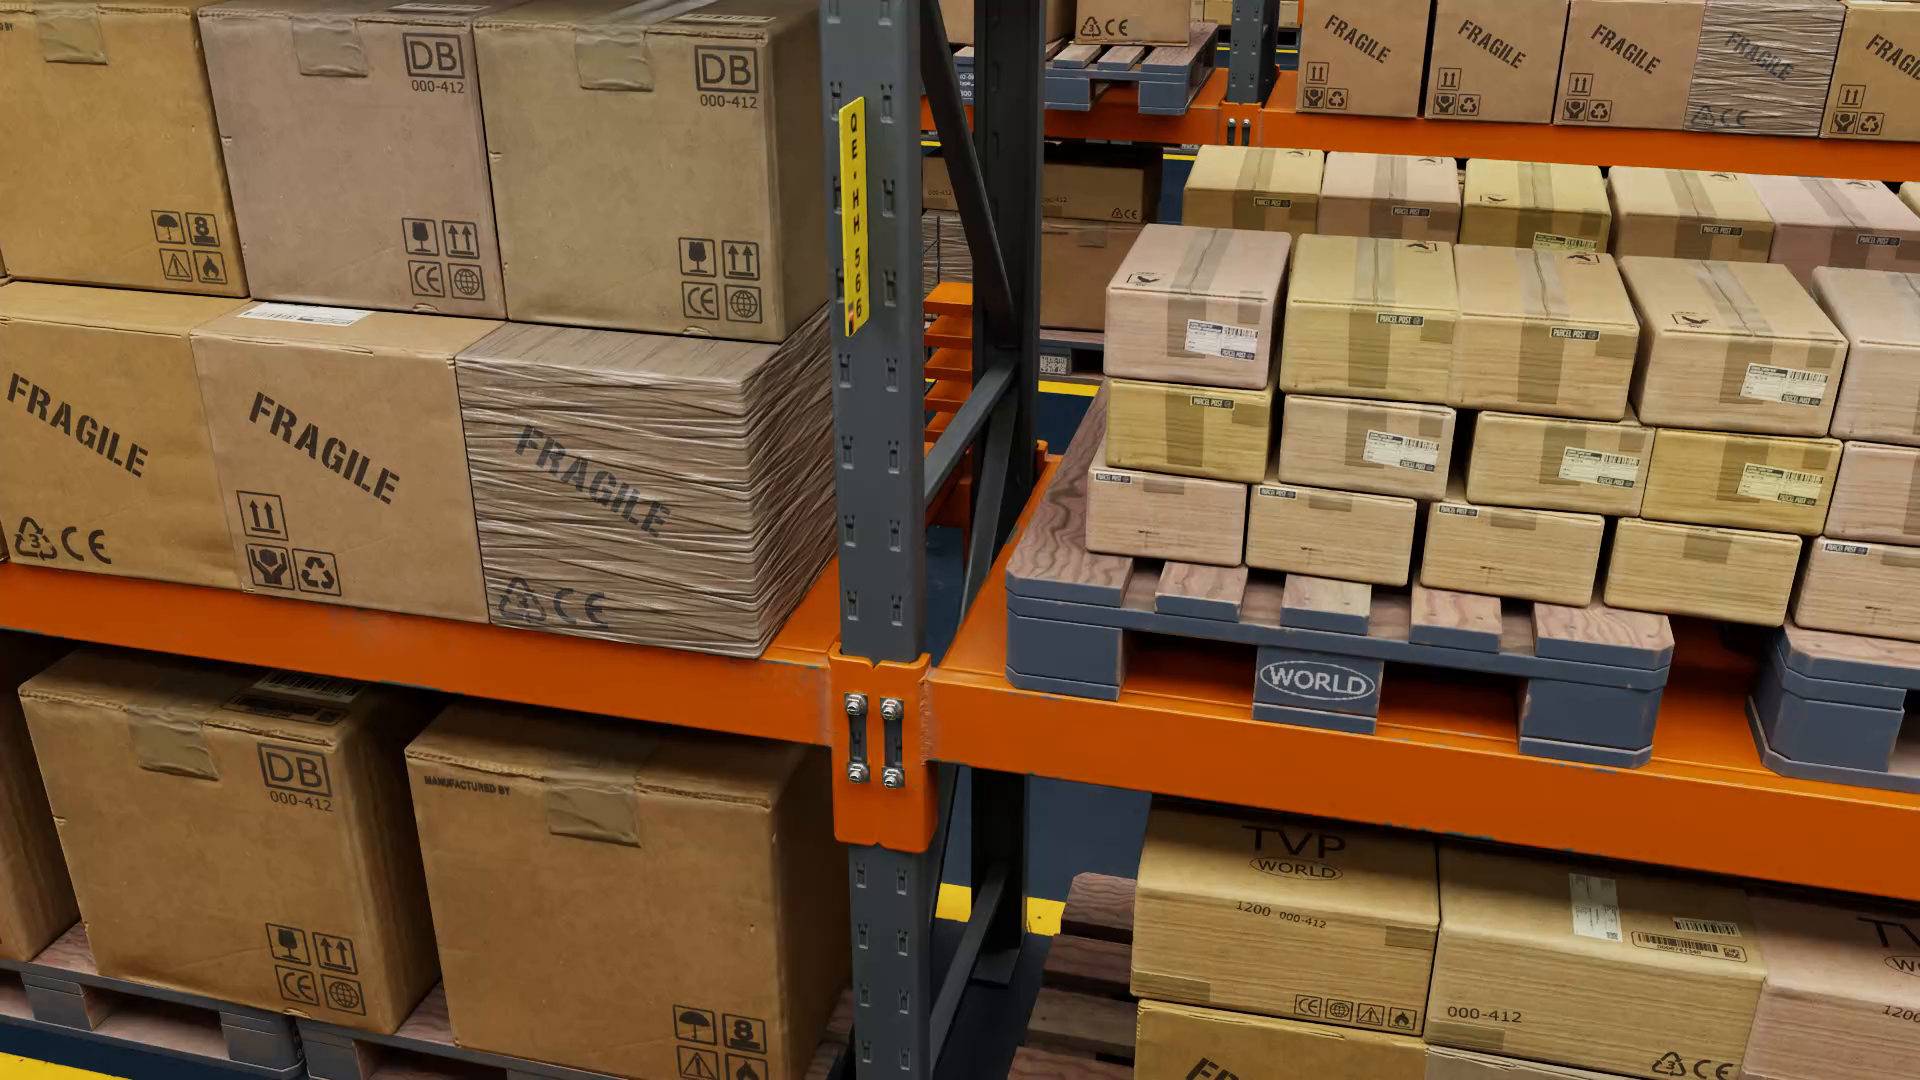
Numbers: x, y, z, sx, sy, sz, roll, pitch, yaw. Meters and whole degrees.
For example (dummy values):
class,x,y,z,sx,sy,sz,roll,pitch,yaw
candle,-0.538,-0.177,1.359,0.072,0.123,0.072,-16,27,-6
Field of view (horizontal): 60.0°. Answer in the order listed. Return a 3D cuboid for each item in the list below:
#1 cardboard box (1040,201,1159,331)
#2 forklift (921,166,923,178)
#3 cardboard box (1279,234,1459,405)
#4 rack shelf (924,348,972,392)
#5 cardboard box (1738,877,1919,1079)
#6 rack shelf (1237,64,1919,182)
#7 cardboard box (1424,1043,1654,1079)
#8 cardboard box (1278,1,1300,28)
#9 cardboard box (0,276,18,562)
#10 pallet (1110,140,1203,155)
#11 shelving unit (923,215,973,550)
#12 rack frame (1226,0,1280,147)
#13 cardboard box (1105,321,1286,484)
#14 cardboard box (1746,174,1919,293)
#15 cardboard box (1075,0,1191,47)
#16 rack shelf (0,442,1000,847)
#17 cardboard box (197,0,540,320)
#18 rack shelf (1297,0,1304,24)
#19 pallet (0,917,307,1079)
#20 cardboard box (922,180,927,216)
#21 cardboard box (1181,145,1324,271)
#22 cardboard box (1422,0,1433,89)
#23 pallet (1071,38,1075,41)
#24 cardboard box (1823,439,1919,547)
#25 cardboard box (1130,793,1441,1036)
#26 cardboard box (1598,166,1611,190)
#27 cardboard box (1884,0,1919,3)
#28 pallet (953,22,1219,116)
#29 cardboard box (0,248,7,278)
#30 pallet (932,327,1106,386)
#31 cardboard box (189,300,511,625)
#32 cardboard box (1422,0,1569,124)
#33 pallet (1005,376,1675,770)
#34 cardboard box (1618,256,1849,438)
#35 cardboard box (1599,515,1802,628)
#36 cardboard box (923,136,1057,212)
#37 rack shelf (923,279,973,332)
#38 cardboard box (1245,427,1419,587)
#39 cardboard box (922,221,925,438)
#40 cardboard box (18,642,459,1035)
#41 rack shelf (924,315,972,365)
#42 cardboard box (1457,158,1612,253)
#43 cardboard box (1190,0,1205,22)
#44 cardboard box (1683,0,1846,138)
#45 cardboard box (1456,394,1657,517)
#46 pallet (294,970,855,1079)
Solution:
class,x,y,z,sx,sy,sz,roll,pitch,yaw
cardboard box,0.664,-1.356,8.005,0.500,0.500,0.700,5,26,10
forklift,-1.221,-3.505,10.201,3.031,2.935,1.130,7,26,14
cardboard box,0.645,-0.356,2.619,0.250,0.149,0.380,6,26,12
rack shelf,-0.014,-0.612,5.963,0.180,0.103,0.258,6,26,13
cardboard box,1.559,0.719,2.797,0.500,0.250,0.500,7,26,13
rack shelf,3.255,-1.684,7.134,4.000,0.370,1.077,6,26,13
cardboard box,1.094,1.005,3.069,0.500,0.500,0.500,7,26,14
cardboard box,3.218,-5.249,16.497,0.500,0.250,0.500,7,26,14
cardboard box,-1.983,-0.311,3.297,0.500,0.500,0.500,7,26,14
pallet,1.811,-3.125,12.568,1.213,0.211,1.003,6,26,13
shelving unit,-0.014,-0.543,5.995,0.189,1.200,0.258,6,26,13
rack frame,1.318,-2.223,7.429,0.127,3.000,1.000,6,26,13
cardboard box,0.403,-0.244,2.730,0.250,0.149,0.380,7,26,15
cardboard box,1.561,-0.541,3.008,0.250,0.149,0.380,6,26,13
cardboard box,0.785,-2.499,7.404,0.500,0.500,0.500,3,26,7
rack shelf,-1.952,-0.058,3.719,4.000,0.370,1.077,6,26,13
cardboard box,-0.938,-0.771,3.100,0.500,0.500,0.700,6,26,12
rack shelf,0.614,-4.174,12.365,4.000,0.370,1.077,6,26,13
pallet,-1.938,0.843,4.233,1.213,0.211,1.003,6,26,13
cardboard box,-0.427,-1.468,8.240,0.500,0.500,0.700,9,27,17
cardboard box,0.574,-0.652,3.241,0.250,0.149,0.380,5,26,11
cardboard box,2.339,-2.262,7.396,0.500,0.500,0.500,6,26,13
pallet,1.823,-5.323,17.186,1.213,0.211,1.003,6,26,13
cardboard box,1.411,-0.134,2.501,0.250,0.149,0.380,6,26,13
cardboard box,0.592,0.606,3.034,0.500,0.250,0.500,5,26,11
cardboard box,2.842,-1.272,7.415,0.875,0.875,1.225,6,26,13
cardboard box,3.909,-2.436,6.593,0.637,0.503,0.797,7,26,14
pallet,0.601,-2.168,7.537,1.003,0.211,1.213,6,26,13
cardboard box,-1.930,-0.880,3.329,0.500,0.500,0.700,6,26,12
pallet,0.561,-1.048,8.205,1.213,0.211,1.003,6,26,13
cardboard box,-1.001,-0.204,3.073,0.500,0.500,0.500,6,26,13
cardboard box,2.221,-2.048,6.946,0.500,0.500,0.500,6,26,12
pallet,0.701,-0.050,3.089,1.003,0.211,1.213,6,26,13
cardboard box,1.138,-0.299,2.500,0.250,0.149,0.380,5,26,11
cardboard box,1.151,-0.027,2.621,0.250,0.149,0.380,8,26,15
cardboard box,0.145,-1.743,7.945,0.500,0.250,0.500,9,27,19
rack shelf,-0.014,-0.828,5.860,0.180,0.103,0.258,6,26,13
cardboard box,0.628,-0.084,2.741,0.250,0.149,0.380,8,26,16
cardboard box,-0.383,-0.374,3.430,0.500,0.500,0.500,7,26,14
cardboard box,-1.430,0.463,3.917,0.750,0.750,1.050,7,26,14
rack shelf,-0.014,-0.720,5.911,0.180,0.103,0.258,6,26,13
cardboard box,1.070,-0.596,3.124,0.250,0.149,0.380,7,26,15
cardboard box,2.232,-5.358,16.725,0.500,0.250,0.500,7,26,14
cardboard box,3.202,-1.940,6.720,0.500,0.500,0.500,6,26,13
cardboard box,0.925,-0.188,2.614,0.250,0.149,0.380,5,26,11
pallet,-0.760,0.975,3.957,1.213,0.211,1.003,6,26,13
